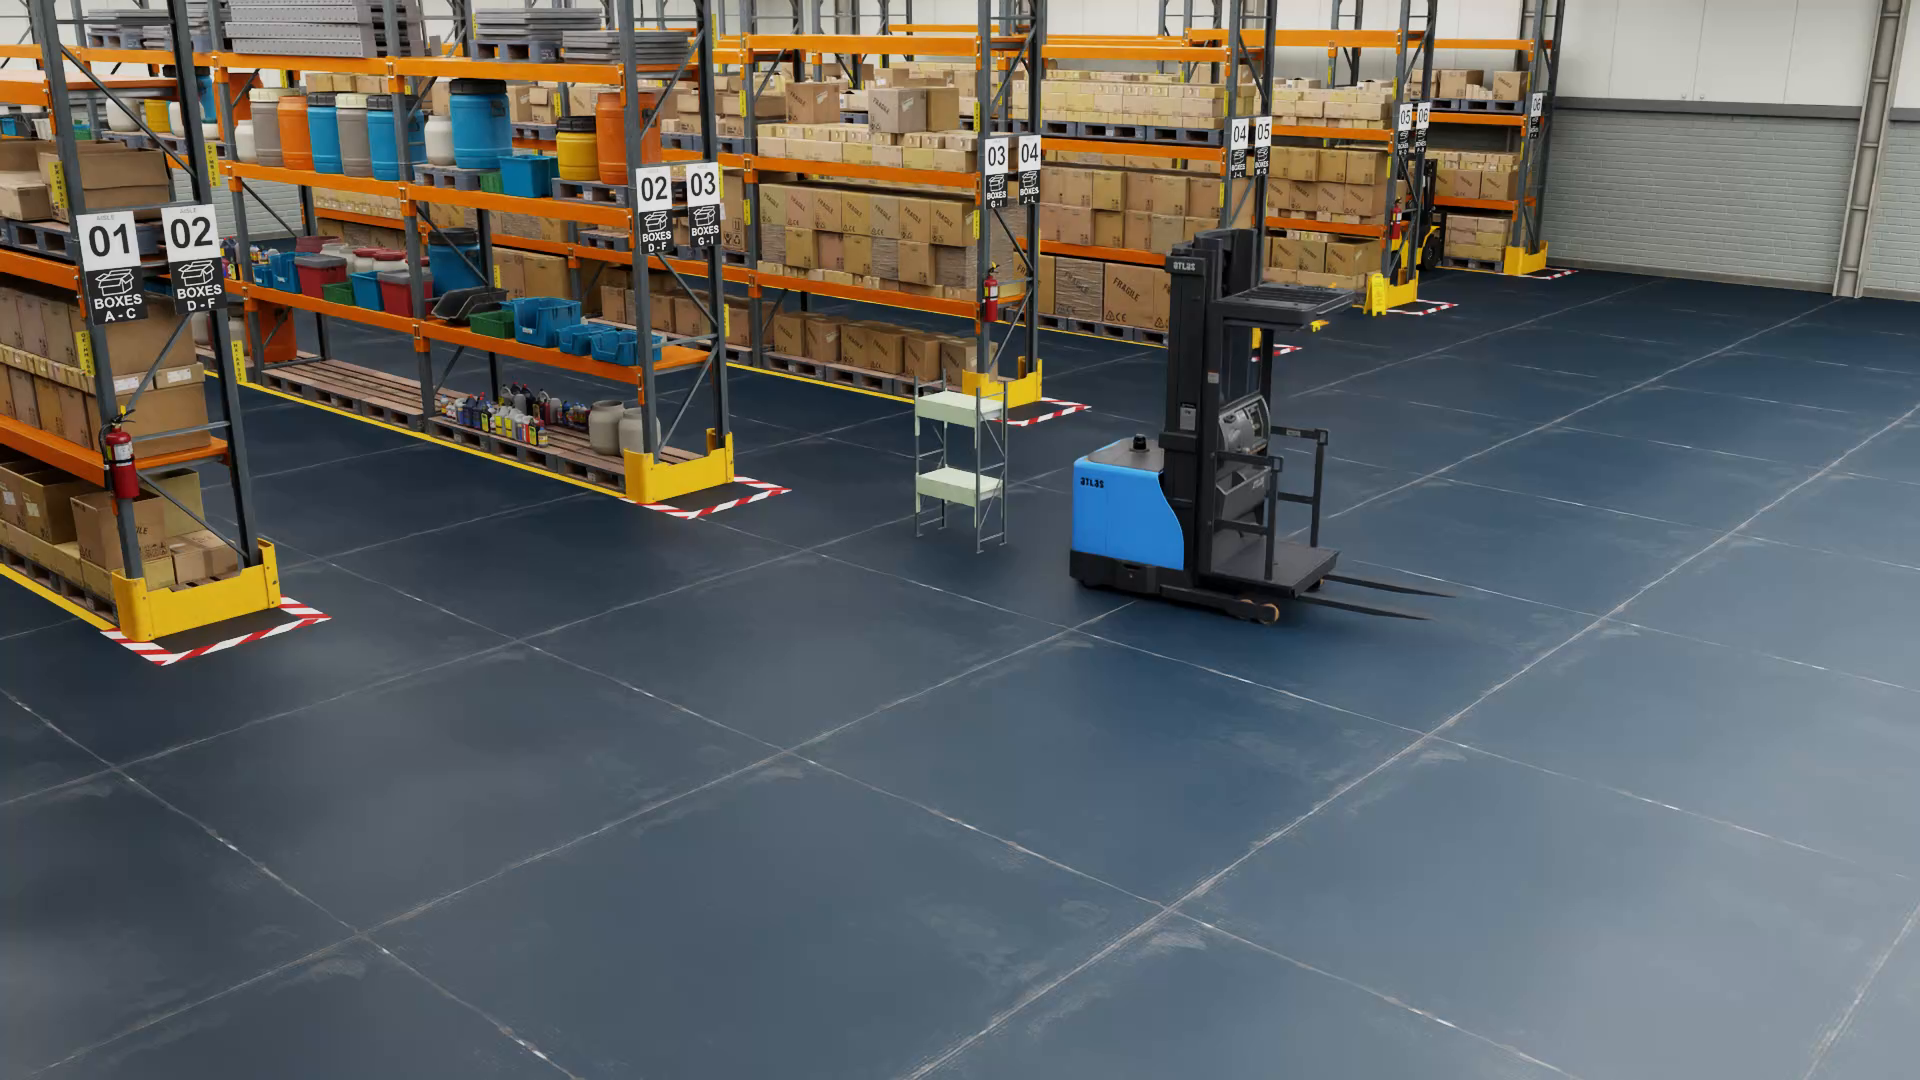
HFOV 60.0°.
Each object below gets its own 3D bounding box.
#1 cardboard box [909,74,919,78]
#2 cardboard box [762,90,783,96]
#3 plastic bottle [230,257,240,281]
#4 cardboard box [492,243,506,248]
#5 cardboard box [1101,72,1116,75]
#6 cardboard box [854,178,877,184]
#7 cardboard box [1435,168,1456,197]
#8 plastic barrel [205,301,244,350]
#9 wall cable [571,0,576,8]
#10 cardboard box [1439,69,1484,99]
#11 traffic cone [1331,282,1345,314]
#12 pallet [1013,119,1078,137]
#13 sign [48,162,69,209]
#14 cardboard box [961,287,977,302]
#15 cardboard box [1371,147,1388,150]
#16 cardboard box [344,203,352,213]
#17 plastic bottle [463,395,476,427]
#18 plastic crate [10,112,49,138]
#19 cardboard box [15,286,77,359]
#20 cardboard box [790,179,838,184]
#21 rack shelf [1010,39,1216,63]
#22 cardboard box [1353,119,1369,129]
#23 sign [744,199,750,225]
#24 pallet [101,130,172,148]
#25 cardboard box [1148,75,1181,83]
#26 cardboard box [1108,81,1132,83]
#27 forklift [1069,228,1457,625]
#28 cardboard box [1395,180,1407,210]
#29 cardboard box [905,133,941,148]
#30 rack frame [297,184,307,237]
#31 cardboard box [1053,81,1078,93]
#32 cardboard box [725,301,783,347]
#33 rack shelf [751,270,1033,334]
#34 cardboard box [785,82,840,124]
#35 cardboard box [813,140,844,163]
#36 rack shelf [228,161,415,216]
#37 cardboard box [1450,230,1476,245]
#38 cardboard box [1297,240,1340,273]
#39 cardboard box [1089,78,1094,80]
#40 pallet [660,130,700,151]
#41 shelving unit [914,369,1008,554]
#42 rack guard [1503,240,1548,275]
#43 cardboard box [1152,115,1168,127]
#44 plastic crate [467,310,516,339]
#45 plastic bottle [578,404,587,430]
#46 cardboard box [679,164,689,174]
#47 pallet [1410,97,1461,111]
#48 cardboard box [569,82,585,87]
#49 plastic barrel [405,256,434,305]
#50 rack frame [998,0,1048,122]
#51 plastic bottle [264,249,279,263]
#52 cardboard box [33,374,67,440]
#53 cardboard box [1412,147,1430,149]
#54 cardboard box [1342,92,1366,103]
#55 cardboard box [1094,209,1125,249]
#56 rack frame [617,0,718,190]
[{"bbox_3d":[-0.980,-10.886,39.251,0.500,0.250,0.500,16,23,40],"label":"cardboard box"},{"bbox_3d":[-3.021,-7.396,28.332,0.500,0.500,0.500,15,23,39],"label":"cardboard box"},{"bbox_3d":[-9.284,-3.470,21.281,0.133,0.283,0.061,15,23,39],"label":"plastic bottle"},{"bbox_3d":[-7.242,-4.349,26.675,0.875,0.875,1.225,14,22,37],"label":"cardboard box"},{"bbox_3d":[3.226,-9.930,35.581,0.250,0.149,0.380,14,23,38],"label":"cardboard box"},{"bbox_3d":[-1.334,-6.094,27.538,0.500,0.500,0.700,15,23,38],"label":"cardboard box"},{"bbox_3d":[9.135,-6.718,31.154,0.500,0.500,0.500,14,23,38],"label":"cardboard box"},{"bbox_3d":[-9.920,-2.913,22.624,0.708,0.588,0.600,15,23,39],"label":"plastic barrel"},{"bbox_3d":[-9.258,-12.448,39.459,0.029,3.000,0.463,15,23,39],"label":"wall cable"},{"bbox_3d":[9.250,-8.409,30.665,0.500,0.500,0.700,15,23,40],"label":"cardboard box"},{"bbox_3d":[5.973,-3.883,26.582,0.334,0.463,0.336,15,23,39],"label":"traffic cone"},{"bbox_3d":[1.554,-6.181,24.818,1.213,0.211,1.003,15,23,39],"label":"pallet"},{"bbox_3d":[-6.376,-2.509,11.767,0.005,0.325,0.100,15,23,39],"label":"sign"},{"bbox_3d":[0.223,-2.946,19.852,0.250,0.149,0.380,15,23,39],"label":"cardboard box"},{"bbox_3d":[8.069,-7.436,31.854,0.250,0.149,0.380,16,23,40],"label":"cardboard box"},{"bbox_3d":[-10.384,-5.745,28.670,0.250,0.149,0.380,15,23,39],"label":"cardboard box"},{"bbox_3d":[-5.378,-1.429,18.308,0.185,0.351,0.144,16,24,41],"label":"plastic bottle"},{"bbox_3d":[-13.721,-6.179,24.766,0.767,0.338,0.504,15,23,39],"label":"plastic crate"},{"bbox_3d":[-7.160,-1.794,13.495,0.500,0.500,0.700,15,23,39],"label":"cardboard box"},{"bbox_3d":[-1.900,-4.497,22.012,0.500,0.500,0.500,15,23,39],"label":"cardboard box"},{"bbox_3d":[2.663,-8.828,29.903,4.000,0.370,1.077,15,23,39],"label":"rack shelf"},{"bbox_3d":[6.491,-6.659,26.590,0.250,0.149,0.380,15,23,40],"label":"cardboard box"},{"bbox_3d":[-2.785,-4.284,21.738,0.005,0.325,0.100,15,23,39],"label":"sign"},{"bbox_3d":[-11.039,-5.549,22.990,1.003,0.211,1.213,15,23,39],"label":"pallet"},{"bbox_3d":[3.641,-7.985,29.082,0.500,0.250,0.500,16,23,40],"label":"cardboard box"},{"bbox_3d":[2.378,-6.644,24.365,0.250,0.149,0.380,15,23,39],"label":"cardboard box"},{"bbox_3d":[2.439,-0.915,13.148,3.031,2.935,1.130,11,21,30],"label":"forklift"},{"bbox_3d":[6.981,-5.645,27.283,0.500,0.500,0.500,15,23,38],"label":"cardboard box"},{"bbox_3d":[-0.440,-4.743,19.728,0.250,0.149,0.380,15,23,40],"label":"cardboard box"},{"bbox_3d":[-11.394,-6.268,29.903,0.127,3.000,1.000,15,23,39],"label":"rack frame"},{"bbox_3d":[1.566,-6.596,24.214,0.250,0.149,0.380,15,23,38],"label":"cardboard box"},{"bbox_3d":[-2.864,-3.005,23.027,0.500,0.500,0.700,13,22,35],"label":"cardboard box"},{"bbox_3d":[-0.923,-3.114,21.155,4.000,0.370,1.077,15,23,39],"label":"rack shelf"},{"bbox_3d":[-1.913,-5.683,21.619,0.500,0.500,0.500,14,22,38],"label":"cardboard box"},{"bbox_3d":[-1.489,-4.861,20.760,0.500,0.250,0.500,14,22,37],"label":"cardboard box"},{"bbox_3d":[-7.202,-4.226,19.701,4.000,0.370,1.077,15,23,39],"label":"rack shelf"},{"bbox_3d":[9.503,-5.679,31.073,0.500,0.250,0.500,15,23,39],"label":"cardboard box"},{"bbox_3d":[5.986,-4.751,27.733,0.500,0.500,0.500,16,24,41],"label":"cardboard box"},{"bbox_3d":[2.932,-10.045,36.402,0.250,0.149,0.380,15,23,40],"label":"cardboard box"},{"bbox_3d":[-3.588,-5.554,23.007,1.003,0.211,1.213,15,23,39],"label":"pallet"},{"bbox_3d":[0.005,-0.714,14.881,0.755,1.500,0.431,15,23,39],"label":"shelving unit"},{"bbox_3d":[10.461,-5.225,30.750,0.348,0.500,1.175,15,23,39],"label":"rack guard"},{"bbox_3d":[2.898,-5.858,23.209,0.250,0.149,0.380,15,23,40],"label":"cardboard box"},{"bbox_3d":[-4.878,-2.301,17.752,0.662,0.188,0.450,15,23,39],"label":"plastic crate"},{"bbox_3d":[-4.120,-1.348,18.182,0.097,0.271,0.097,0,18,0],"label":"plastic bottle"},{"bbox_3d":[-4.833,-6.693,29.980,0.250,0.149,0.380,16,24,41],"label":"cardboard box"},{"bbox_3d":[9.014,-8.202,31.184,1.213,0.211,1.003,15,23,39],"label":"pallet"},{"bbox_3d":[-7.109,-8.611,31.748,0.500,0.250,0.500,15,23,40],"label":"cardboard box"},{"bbox_3d":[-6.276,-3.045,19.522,0.433,0.535,0.433,0,18,0],"label":"plastic barrel"},{"bbox_3d":[0.949,-7.820,24.876,0.127,3.000,1.000,15,23,39],"label":"rack frame"},{"bbox_3d":[-9.153,-3.735,22.127,0.135,0.276,0.152,15,23,39],"label":"plastic bottle"},{"bbox_3d":[-7.110,-1.165,13.657,0.500,0.500,0.700,15,23,40],"label":"cardboard box"},{"bbox_3d":[8.827,-7.463,31.939,0.250,0.149,0.380,15,23,39],"label":"cardboard box"},{"bbox_3d":[6.331,-7.096,26.652,0.250,0.149,0.380,15,23,39],"label":"cardboard box"},{"bbox_3d":[2.448,-4.637,24.515,0.500,0.550,0.875,15,23,39],"label":"cardboard box"},{"bbox_3d":[-2.715,-4.794,15.342,0.127,3.000,1.000,15,23,39],"label":"rack frame"}]
